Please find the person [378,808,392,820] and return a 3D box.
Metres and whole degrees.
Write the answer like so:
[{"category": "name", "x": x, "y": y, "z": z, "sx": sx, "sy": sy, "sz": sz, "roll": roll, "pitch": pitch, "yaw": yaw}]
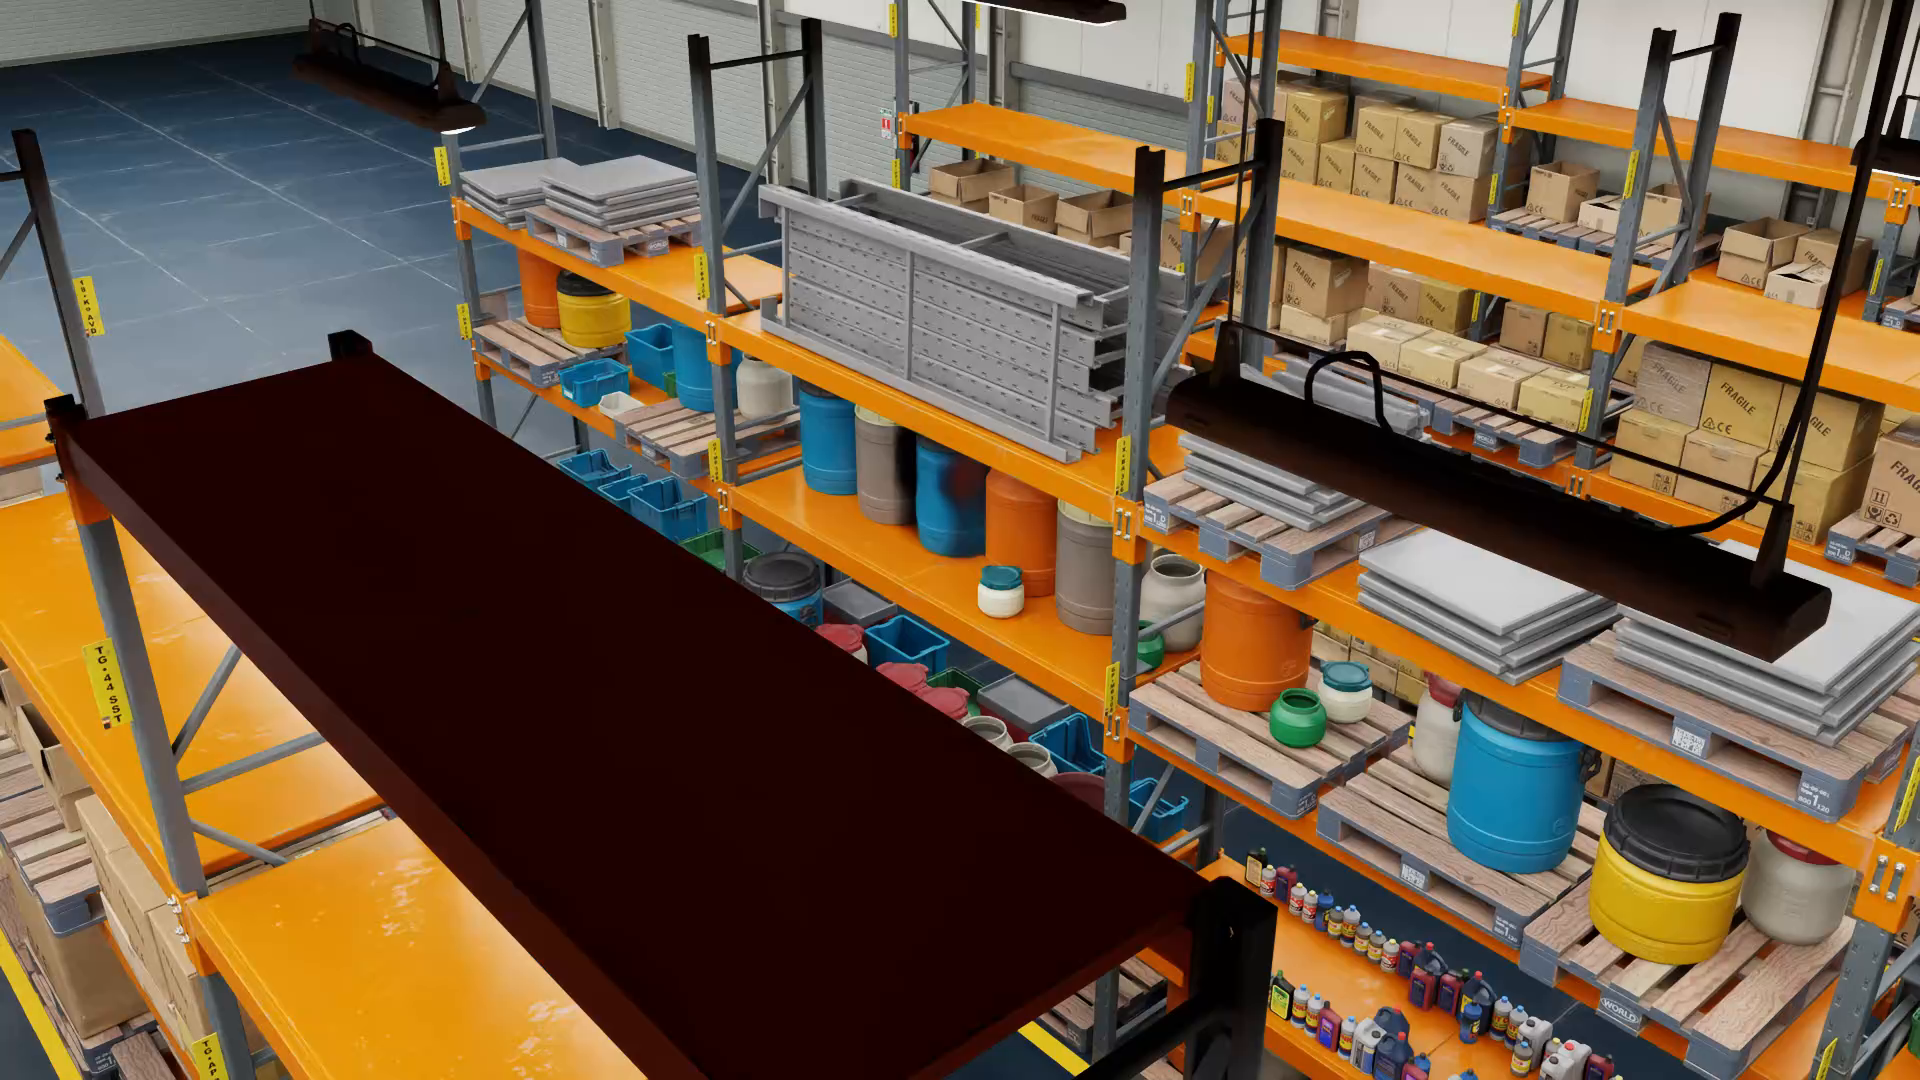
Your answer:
[{"category": "person", "x": -4.286, "y": 2.070, "z": 11.686, "sx": 0.538, "sy": 1.803, "sz": 0.586, "roll": 5, "pitch": 27, "yaw": 9}]
